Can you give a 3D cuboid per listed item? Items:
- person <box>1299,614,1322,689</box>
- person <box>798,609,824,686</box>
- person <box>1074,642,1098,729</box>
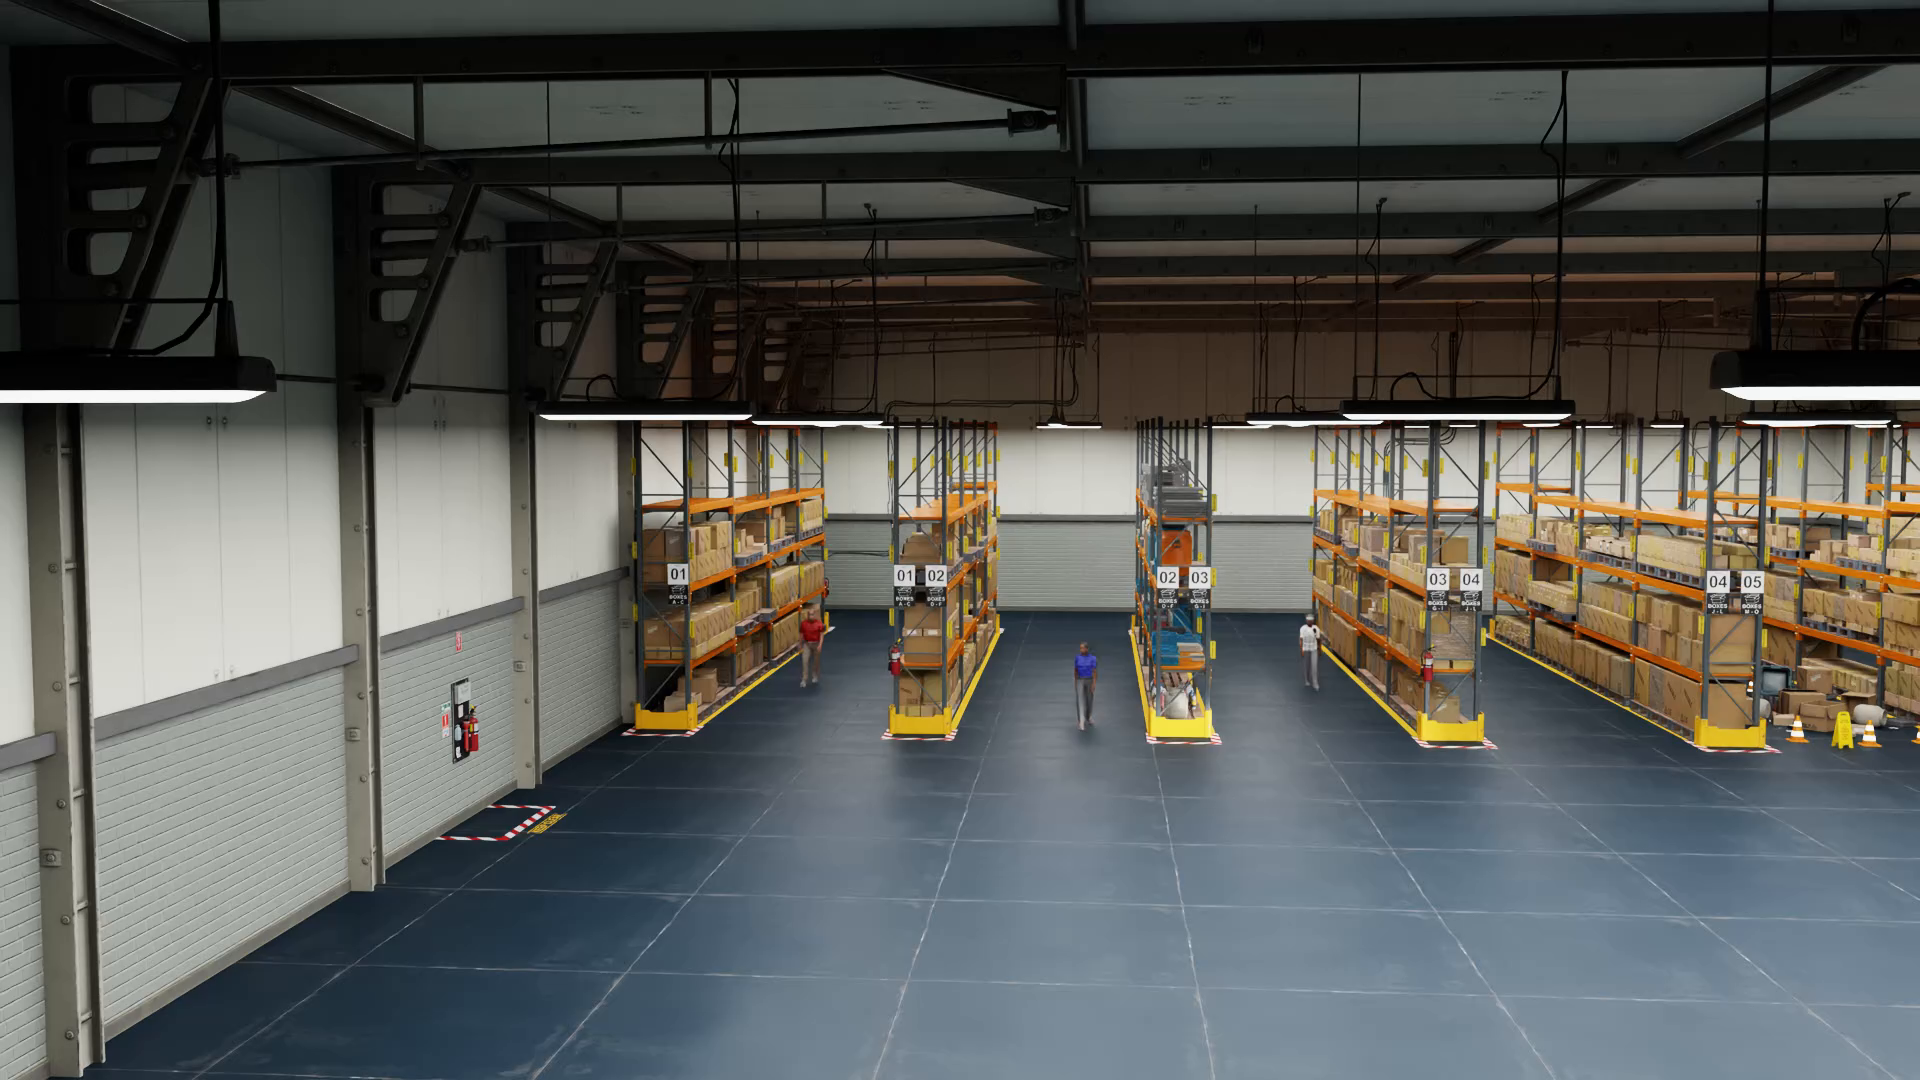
[{"bbox_3d":[7.798,2.463,37.028,0.481,1.634,0.918,1,4,15],"label":"person"},{"bbox_3d":[-3.362,2.407,37.548,0.569,1.688,0.918,0,4,-6],"label":"person"},{"bbox_3d":[2.434,2.788,32.232,0.464,1.633,0.867,1,4,9],"label":"person"}]
